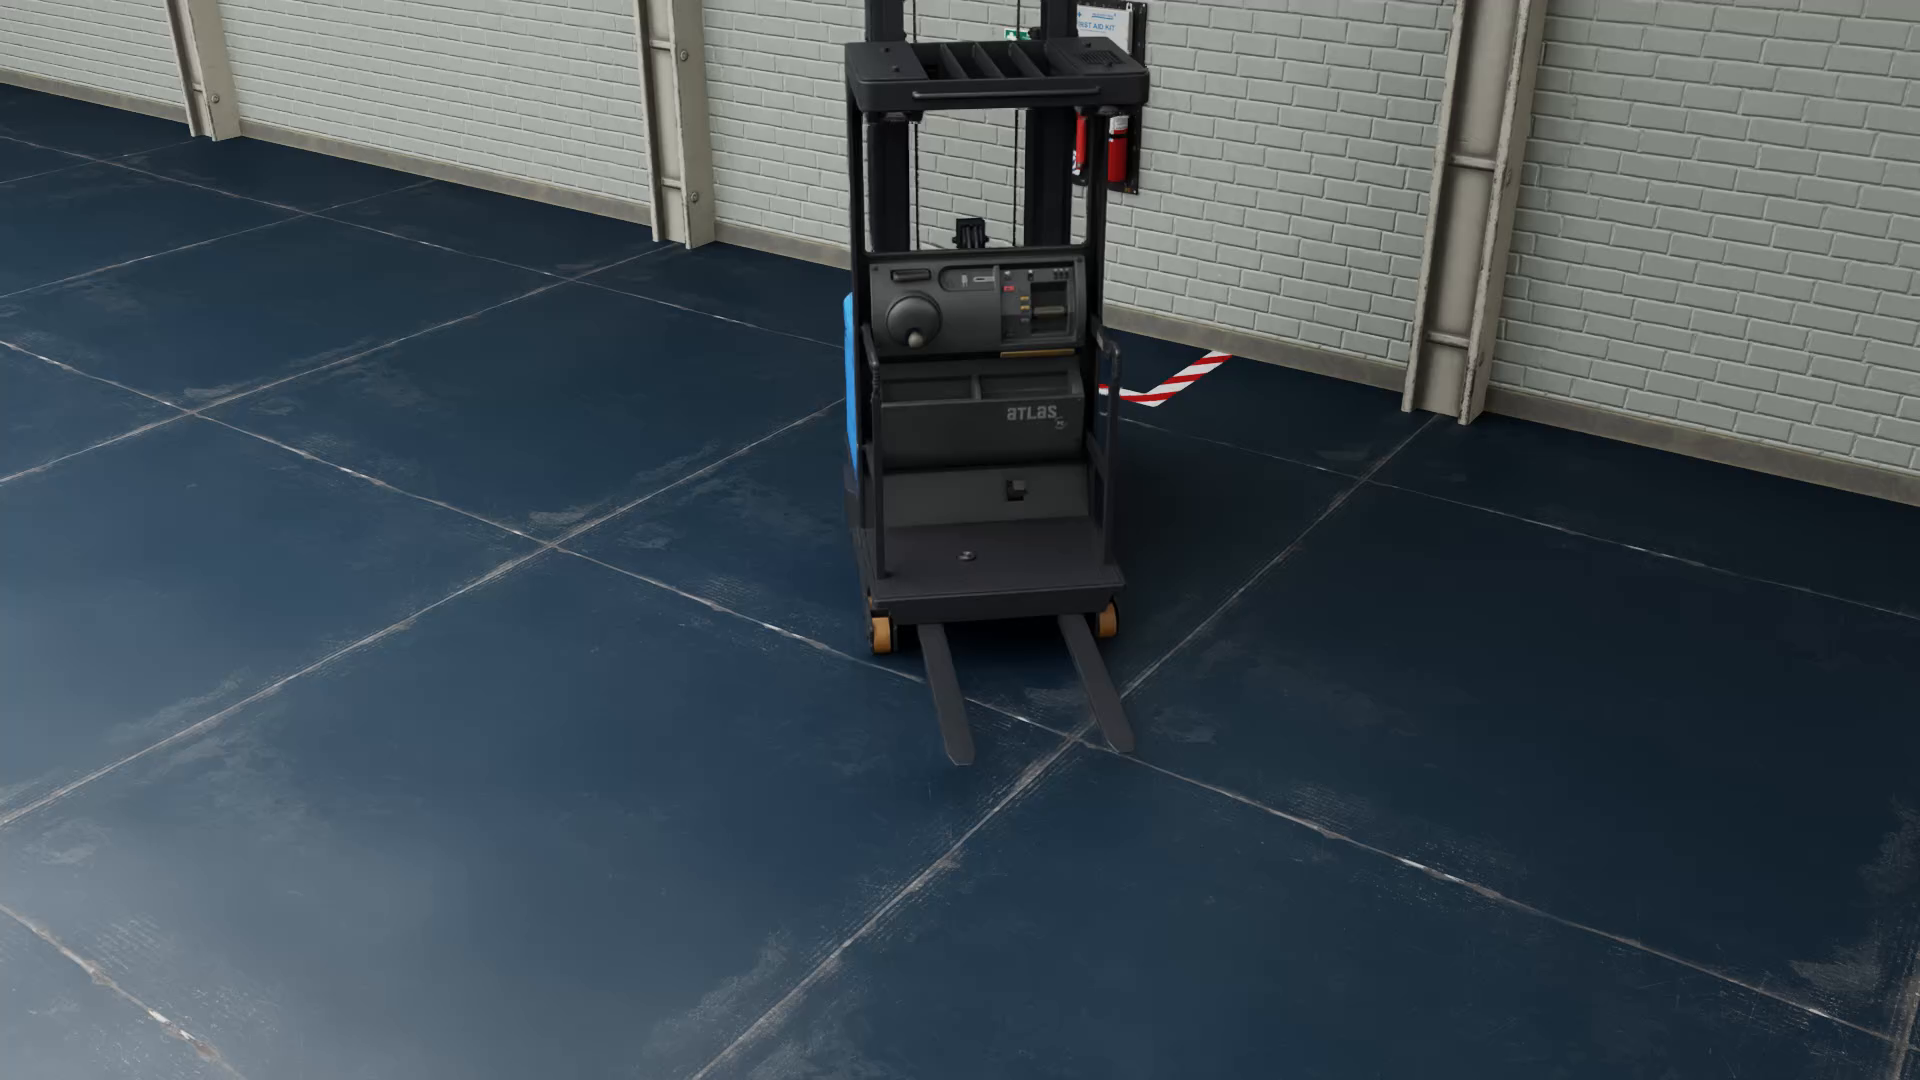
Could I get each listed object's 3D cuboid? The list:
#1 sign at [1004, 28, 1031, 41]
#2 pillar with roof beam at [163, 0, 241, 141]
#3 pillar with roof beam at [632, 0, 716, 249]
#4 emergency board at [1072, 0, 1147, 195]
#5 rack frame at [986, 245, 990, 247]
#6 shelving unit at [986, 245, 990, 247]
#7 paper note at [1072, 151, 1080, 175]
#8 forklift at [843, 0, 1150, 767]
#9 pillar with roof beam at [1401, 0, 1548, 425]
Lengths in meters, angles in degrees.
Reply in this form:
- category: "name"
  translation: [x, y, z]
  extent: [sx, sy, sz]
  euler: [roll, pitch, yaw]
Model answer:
- category: "sign"
  translation: [0.420, -3.180, 10.568]
  extent: [0.331, 0.109, 0.001]
  euler: [17, 32, 30]
- category: "pillar with roof beam"
  translation: [-9.495, -6.249, 10.607]
  extent: [0.400, 9.000, 9.100]
  euler: [17, 32, 30]
- category: "pillar with roof beam"
  translation: [-4.549, -4.708, 7.579]
  extent: [0.400, 9.000, 9.100]
  euler: [17, 32, 30]
- category: "emergency board"
  translation: [0.818, -2.752, 10.350]
  extent: [0.643, 1.169, 0.194]
  euler: [17, 32, 30]
- category: "rack frame"
  translation: [0.248, -1.006, 8.905]
  extent: [0.240, 1.200, 0.006]
  euler: [-9, 28, -18]
- category: "shelving unit"
  translation: [0.279, -0.967, 8.828]
  extent: [0.258, 1.200, 0.189]
  euler: [-9, 28, -18]
- category: "paper note"
  translation: [0.711, -2.430, 10.690]
  extent: [0.142, 0.148, 0.016]
  euler: [17, 32, 30]
- category: "forklift"
  translation: [0.111, -0.977, 6.939]
  extent: [1.130, 2.935, 3.031]
  euler: [-4, 27, -7]
- category: "pillar with roof beam"
  translation: [0.396, -3.167, 4.552]
  extent: [0.400, 9.000, 9.100]
  euler: [17, 32, 30]
